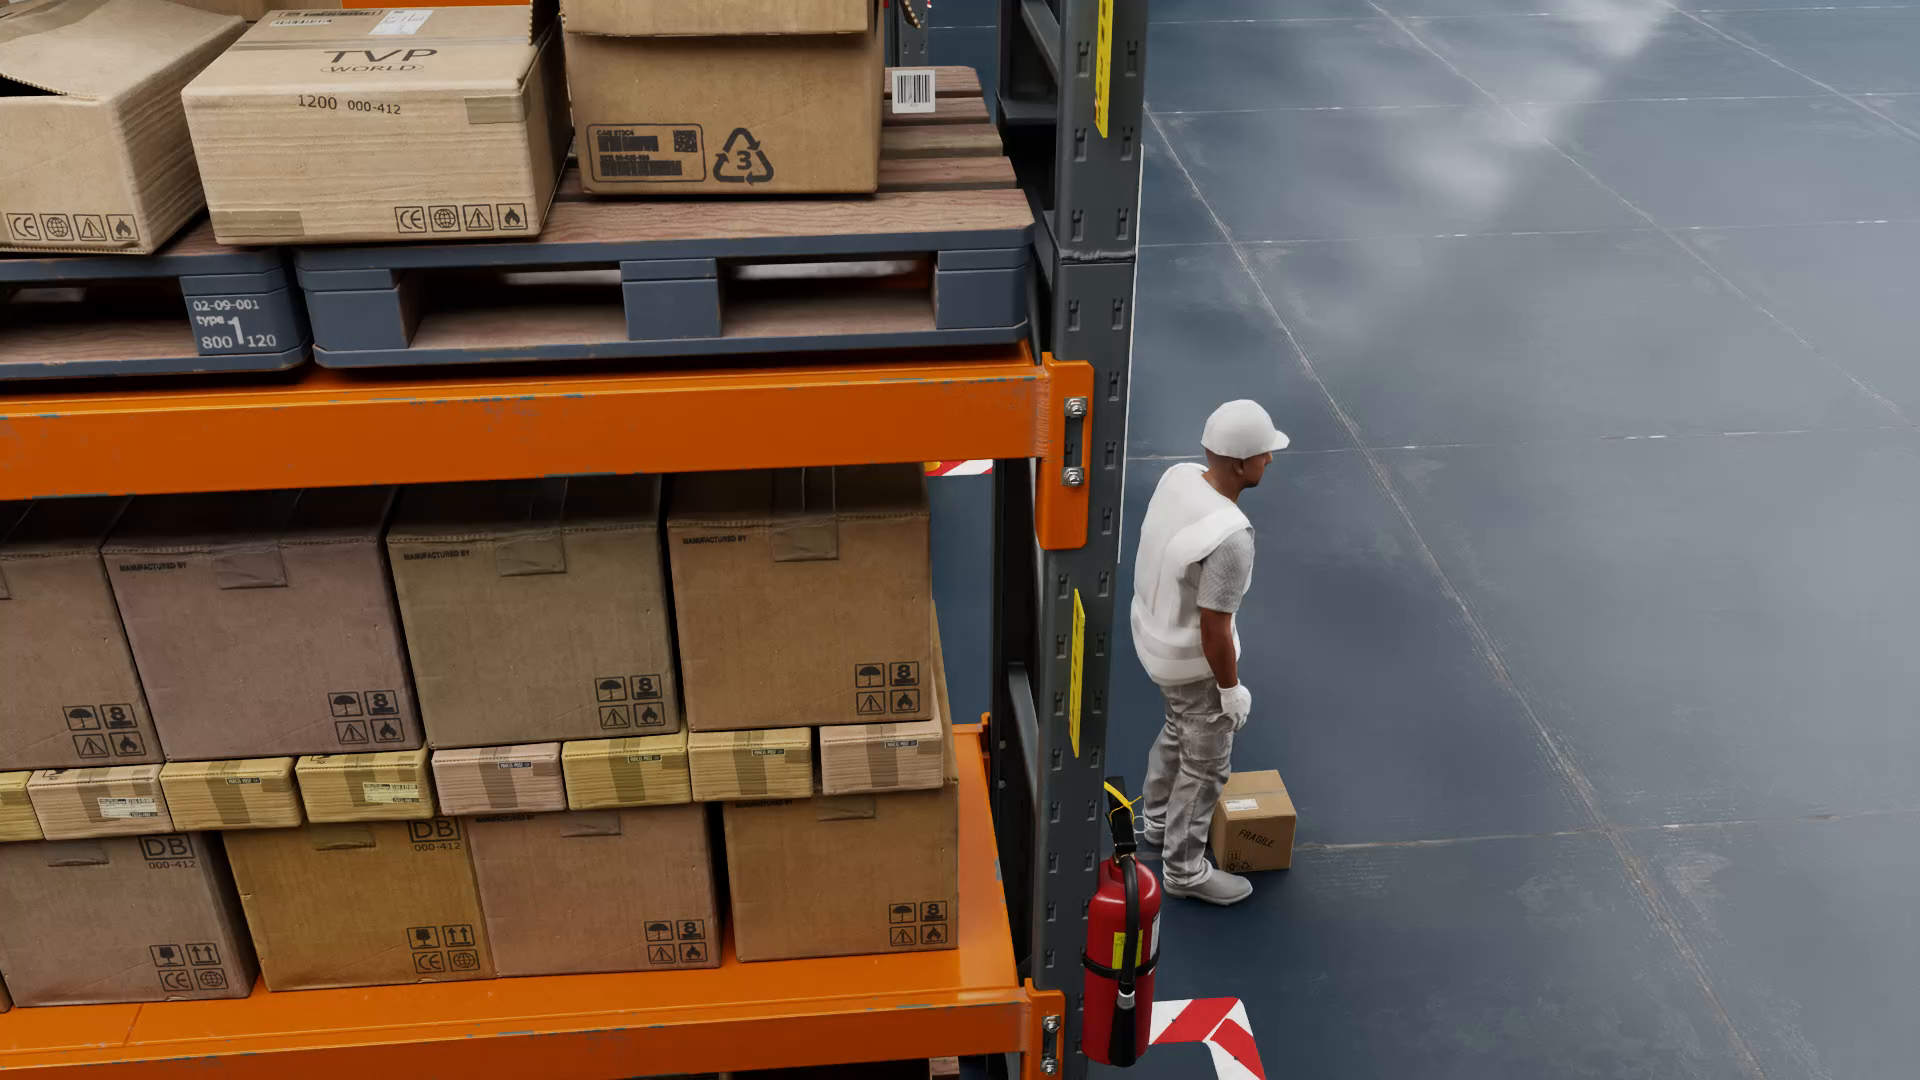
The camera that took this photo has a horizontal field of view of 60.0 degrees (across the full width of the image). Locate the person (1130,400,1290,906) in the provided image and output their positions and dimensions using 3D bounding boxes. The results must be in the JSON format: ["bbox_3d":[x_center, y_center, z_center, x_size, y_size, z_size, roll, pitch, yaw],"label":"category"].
[{"bbox_3d":[0.803,0.362,5.517,0.452,1.773,0.625,-5,31,-8],"label":"person"}]
